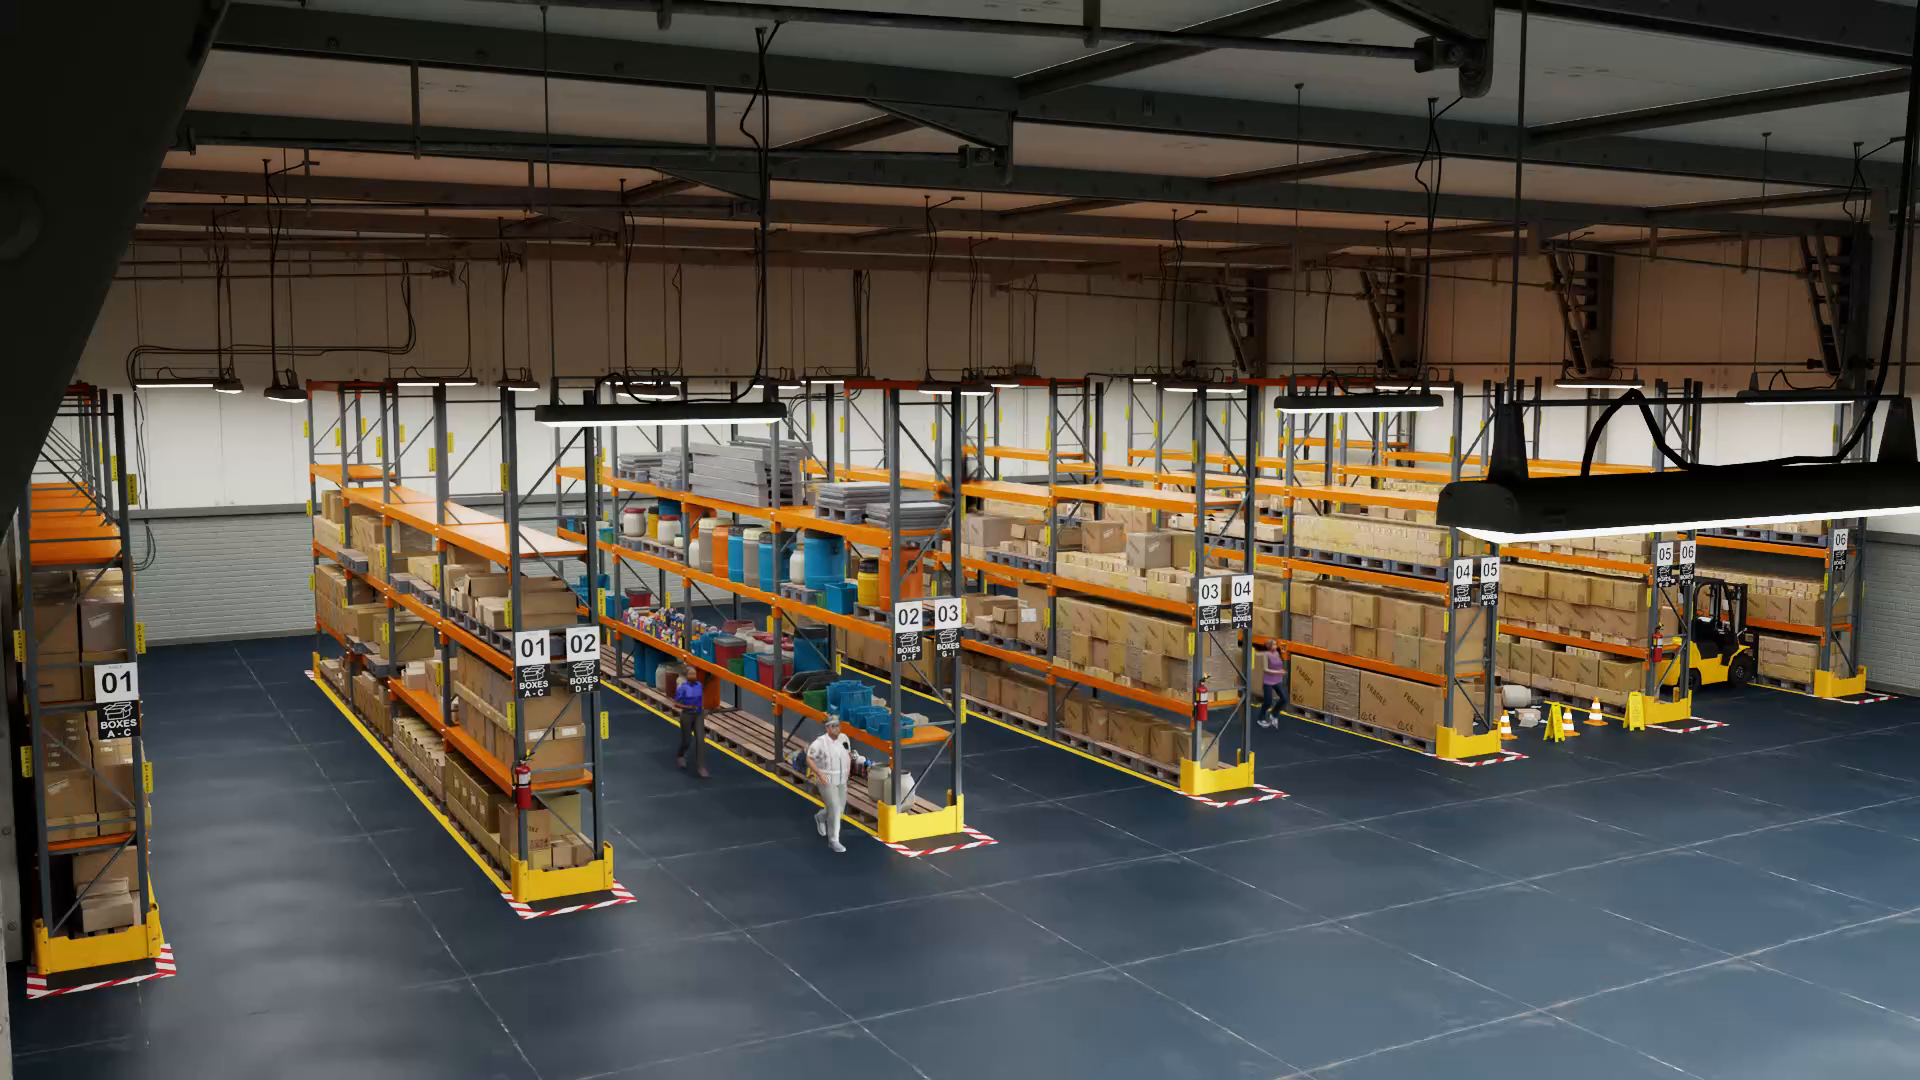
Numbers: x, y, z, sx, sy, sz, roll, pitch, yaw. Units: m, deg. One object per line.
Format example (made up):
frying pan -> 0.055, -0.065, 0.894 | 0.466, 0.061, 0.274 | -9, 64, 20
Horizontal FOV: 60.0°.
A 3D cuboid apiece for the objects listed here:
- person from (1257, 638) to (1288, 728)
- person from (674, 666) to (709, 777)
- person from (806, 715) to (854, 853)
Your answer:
person -> 5.416, 2.478, 28.748 | 0.510, 1.578, 0.644 | -4, 7, -34
person -> -4.130, 2.762, 25.619 | 0.586, 1.646, 0.891 | -4, 7, -33
person -> -1.710, 3.135, 21.784 | 0.654, 1.772, 0.800 | -5, 8, -39
